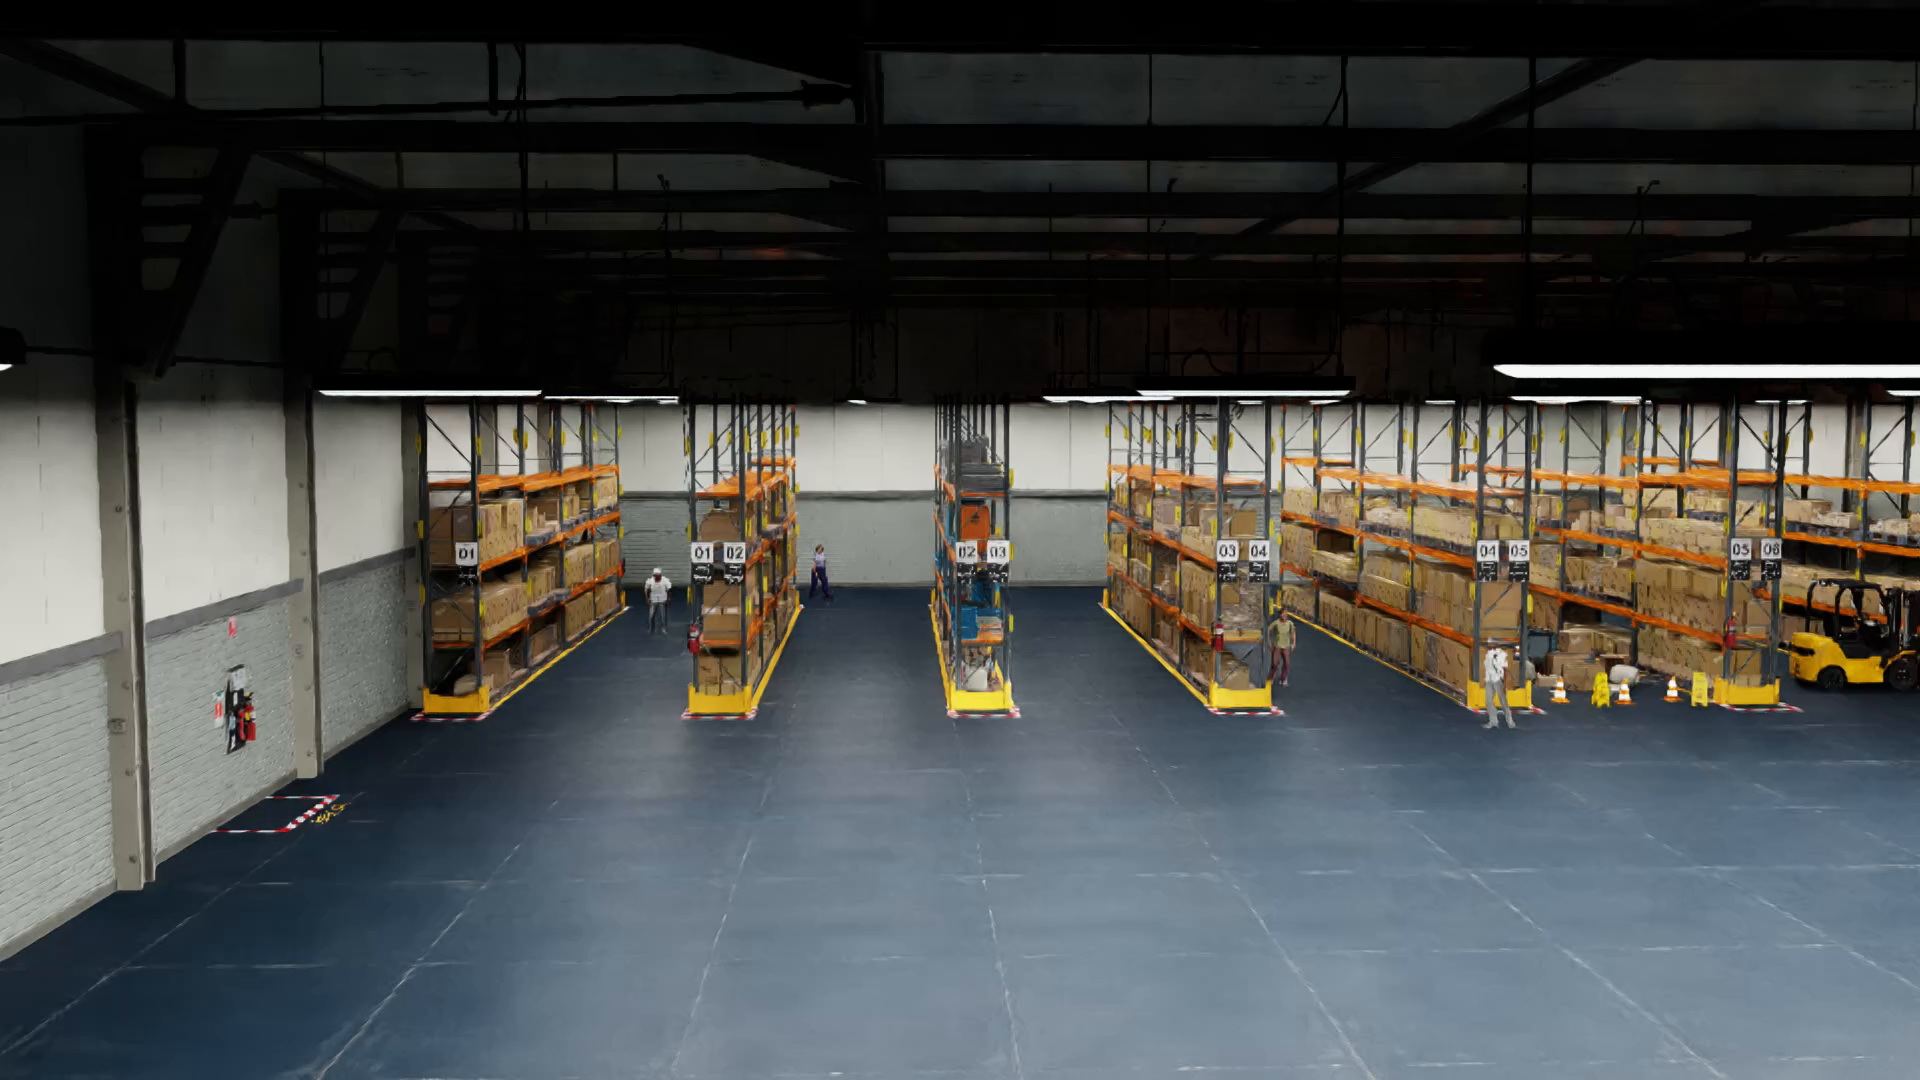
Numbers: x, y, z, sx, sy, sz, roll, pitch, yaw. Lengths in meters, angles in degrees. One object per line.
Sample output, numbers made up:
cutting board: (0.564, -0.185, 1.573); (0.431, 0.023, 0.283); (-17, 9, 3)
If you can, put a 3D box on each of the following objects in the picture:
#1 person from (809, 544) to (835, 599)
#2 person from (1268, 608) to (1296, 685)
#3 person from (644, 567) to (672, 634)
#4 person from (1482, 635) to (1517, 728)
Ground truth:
person: (-4.167, 0.937, 49.530); (0.563, 1.624, 0.731); (3, 6, 35)
person: (6.595, 2.186, 34.169); (0.598, 1.619, 0.507); (0, 5, -5)
person: (-7.595, 1.526, 41.821); (0.719, 1.714, 0.578); (0, 5, -4)
person: (9.634, 2.524, 29.692); (0.526, 1.662, 0.568); (-3, 5, -29)
